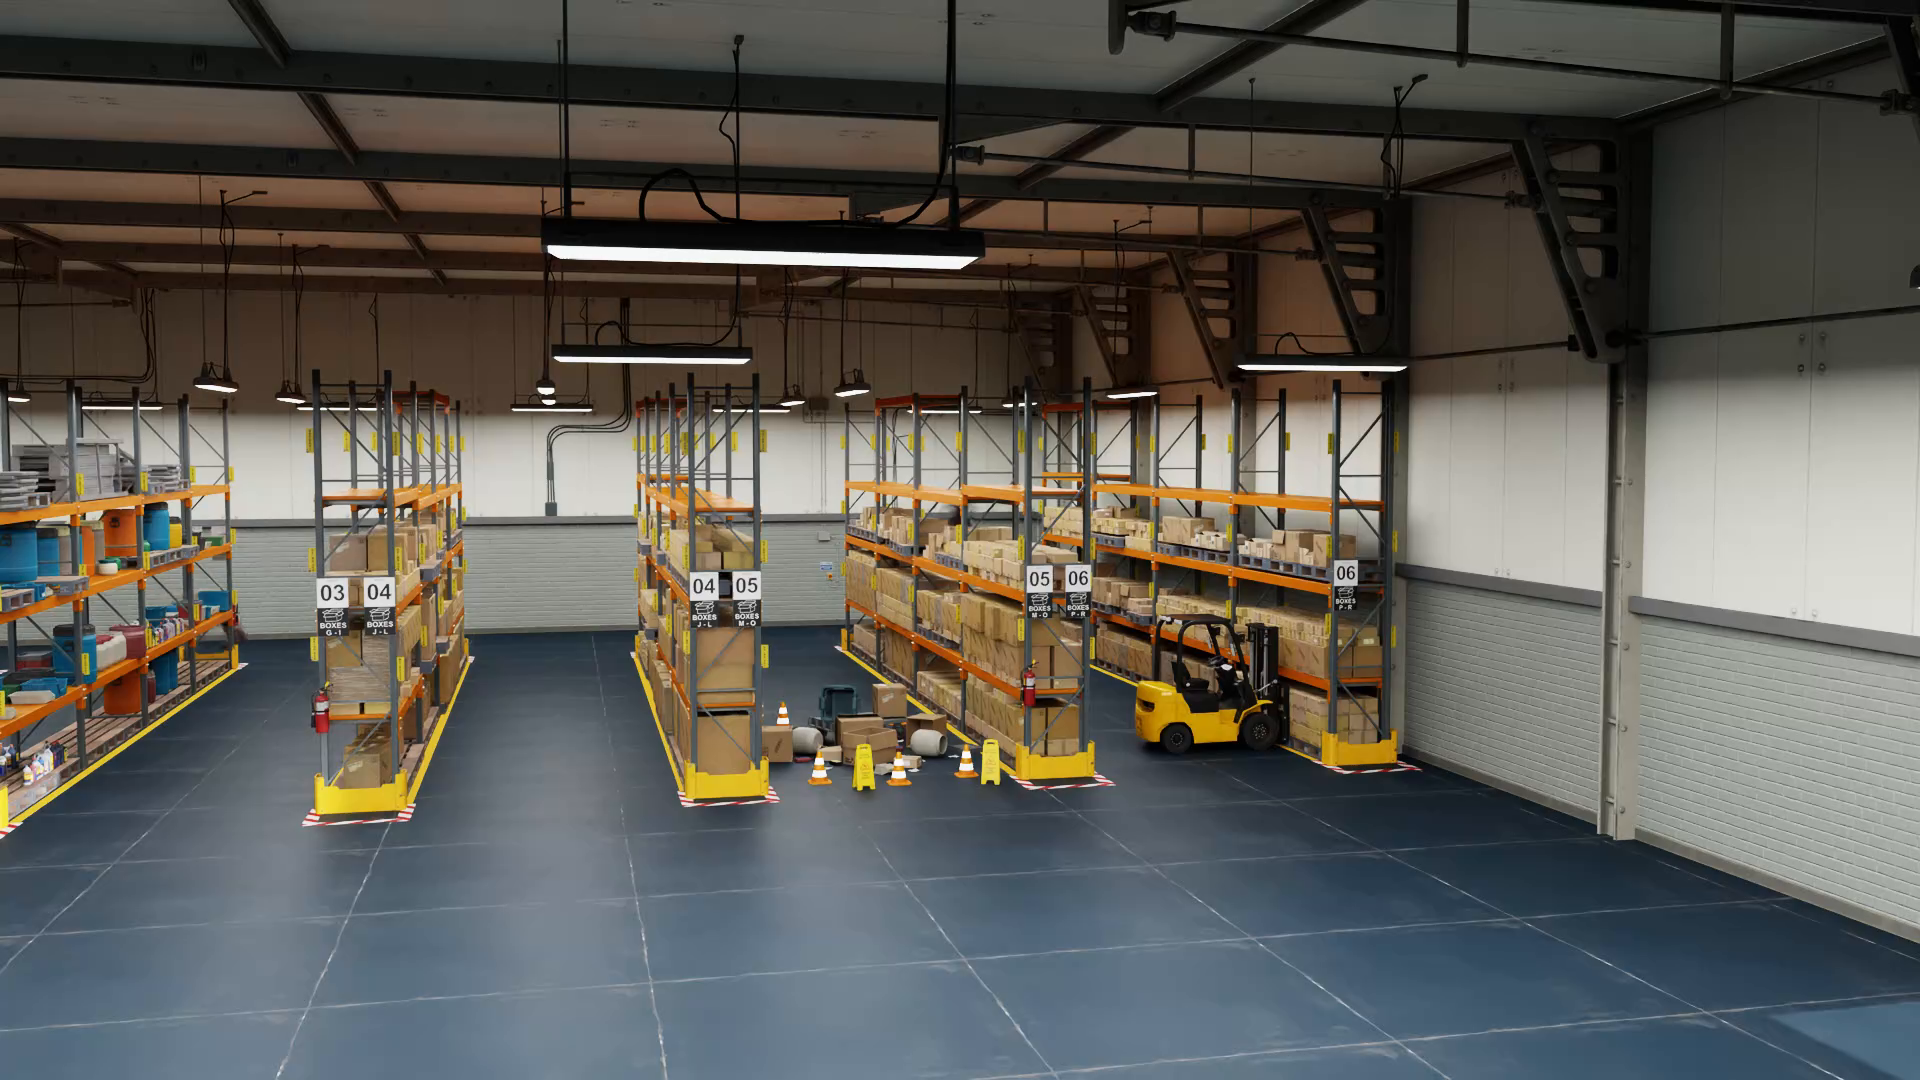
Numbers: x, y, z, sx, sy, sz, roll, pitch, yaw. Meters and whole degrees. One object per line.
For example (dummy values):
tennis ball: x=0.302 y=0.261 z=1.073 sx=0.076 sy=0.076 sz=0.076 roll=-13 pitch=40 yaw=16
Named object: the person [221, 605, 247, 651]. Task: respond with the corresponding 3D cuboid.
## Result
person: x=-16.744 y=1.966 z=38.326 sx=0.523 sy=1.648 sz=0.700 roll=-1 pitch=3 yaw=-18
